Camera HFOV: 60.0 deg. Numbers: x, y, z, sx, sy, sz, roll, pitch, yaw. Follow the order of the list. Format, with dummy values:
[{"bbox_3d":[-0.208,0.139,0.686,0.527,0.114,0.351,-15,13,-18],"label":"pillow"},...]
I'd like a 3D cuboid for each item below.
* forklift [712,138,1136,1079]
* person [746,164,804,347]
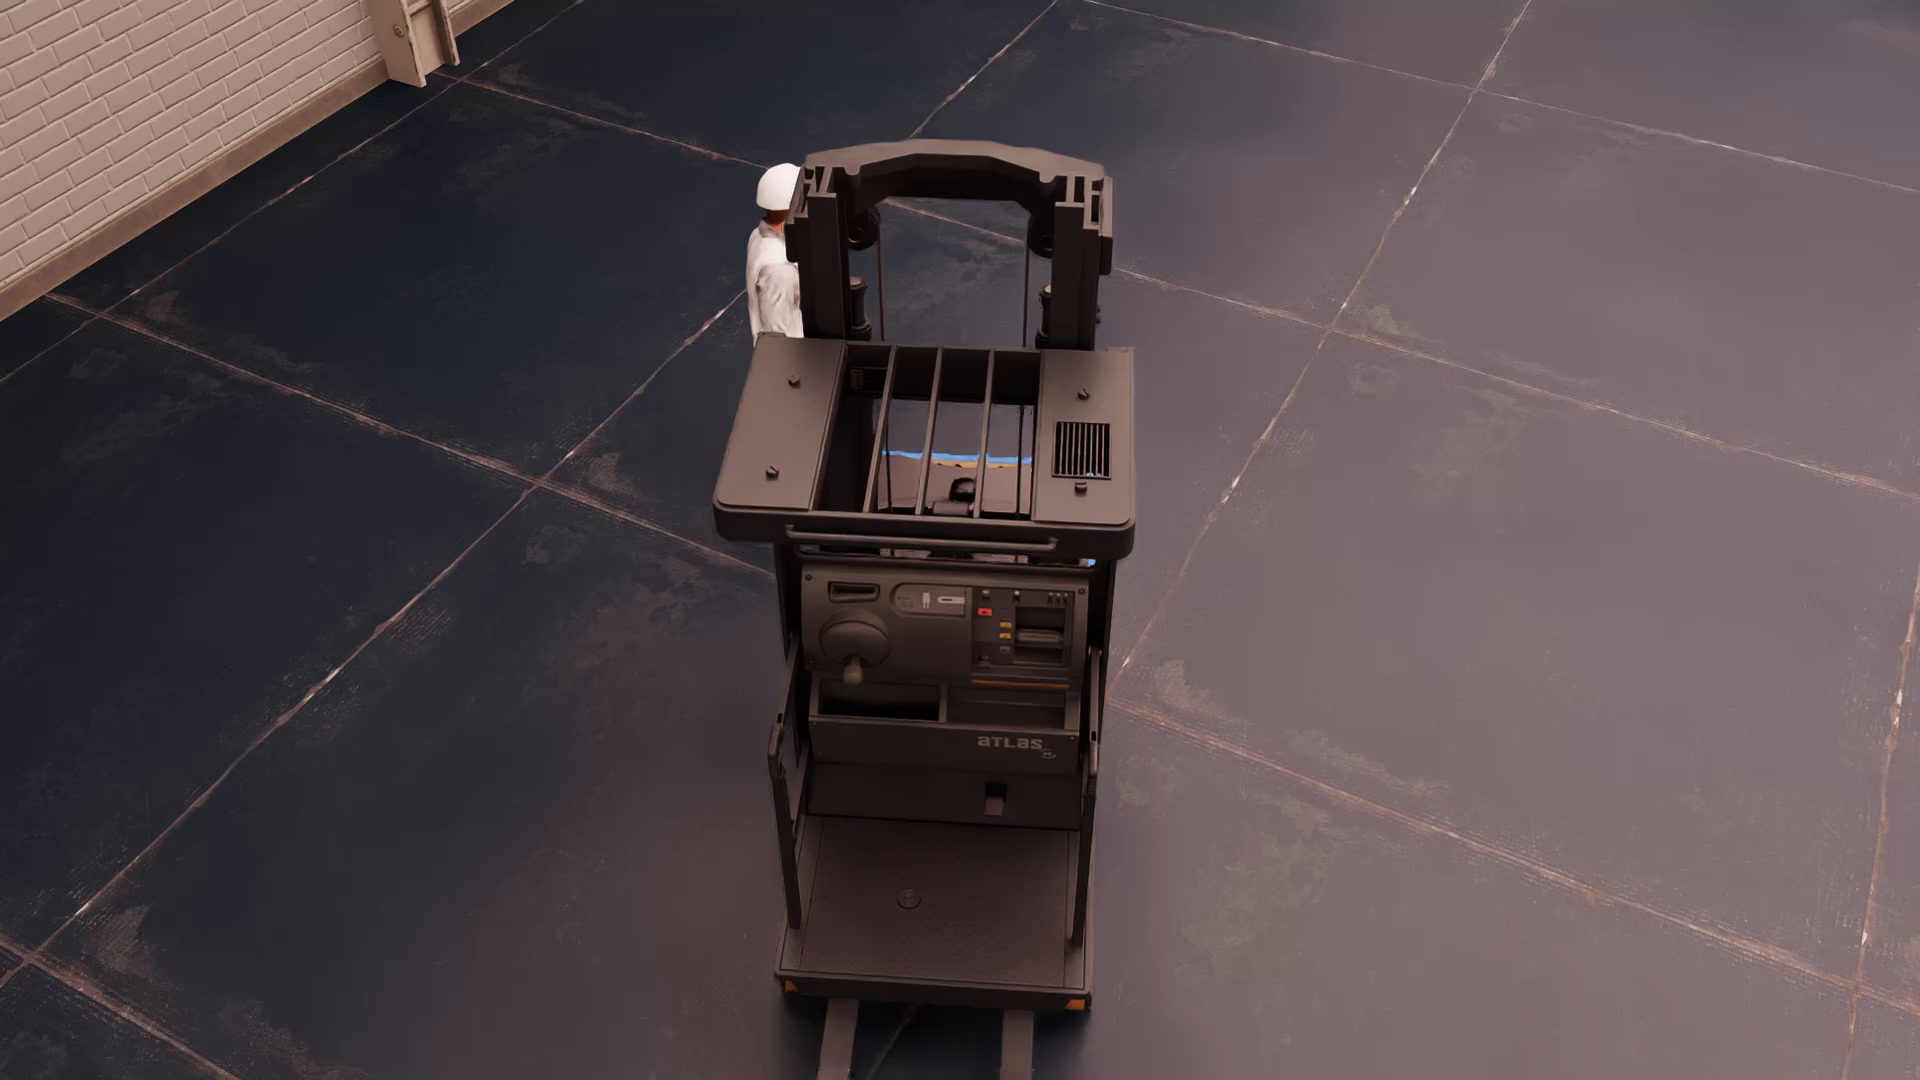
[{"bbox_3d":[-0.065,0.381,5.249,1.130,2.935,3.031,3,43,3],"label":"forklift"},{"bbox_3d":[-0.813,-0.844,7.476,0.492,1.731,0.875,-4,43,-4],"label":"person"}]
